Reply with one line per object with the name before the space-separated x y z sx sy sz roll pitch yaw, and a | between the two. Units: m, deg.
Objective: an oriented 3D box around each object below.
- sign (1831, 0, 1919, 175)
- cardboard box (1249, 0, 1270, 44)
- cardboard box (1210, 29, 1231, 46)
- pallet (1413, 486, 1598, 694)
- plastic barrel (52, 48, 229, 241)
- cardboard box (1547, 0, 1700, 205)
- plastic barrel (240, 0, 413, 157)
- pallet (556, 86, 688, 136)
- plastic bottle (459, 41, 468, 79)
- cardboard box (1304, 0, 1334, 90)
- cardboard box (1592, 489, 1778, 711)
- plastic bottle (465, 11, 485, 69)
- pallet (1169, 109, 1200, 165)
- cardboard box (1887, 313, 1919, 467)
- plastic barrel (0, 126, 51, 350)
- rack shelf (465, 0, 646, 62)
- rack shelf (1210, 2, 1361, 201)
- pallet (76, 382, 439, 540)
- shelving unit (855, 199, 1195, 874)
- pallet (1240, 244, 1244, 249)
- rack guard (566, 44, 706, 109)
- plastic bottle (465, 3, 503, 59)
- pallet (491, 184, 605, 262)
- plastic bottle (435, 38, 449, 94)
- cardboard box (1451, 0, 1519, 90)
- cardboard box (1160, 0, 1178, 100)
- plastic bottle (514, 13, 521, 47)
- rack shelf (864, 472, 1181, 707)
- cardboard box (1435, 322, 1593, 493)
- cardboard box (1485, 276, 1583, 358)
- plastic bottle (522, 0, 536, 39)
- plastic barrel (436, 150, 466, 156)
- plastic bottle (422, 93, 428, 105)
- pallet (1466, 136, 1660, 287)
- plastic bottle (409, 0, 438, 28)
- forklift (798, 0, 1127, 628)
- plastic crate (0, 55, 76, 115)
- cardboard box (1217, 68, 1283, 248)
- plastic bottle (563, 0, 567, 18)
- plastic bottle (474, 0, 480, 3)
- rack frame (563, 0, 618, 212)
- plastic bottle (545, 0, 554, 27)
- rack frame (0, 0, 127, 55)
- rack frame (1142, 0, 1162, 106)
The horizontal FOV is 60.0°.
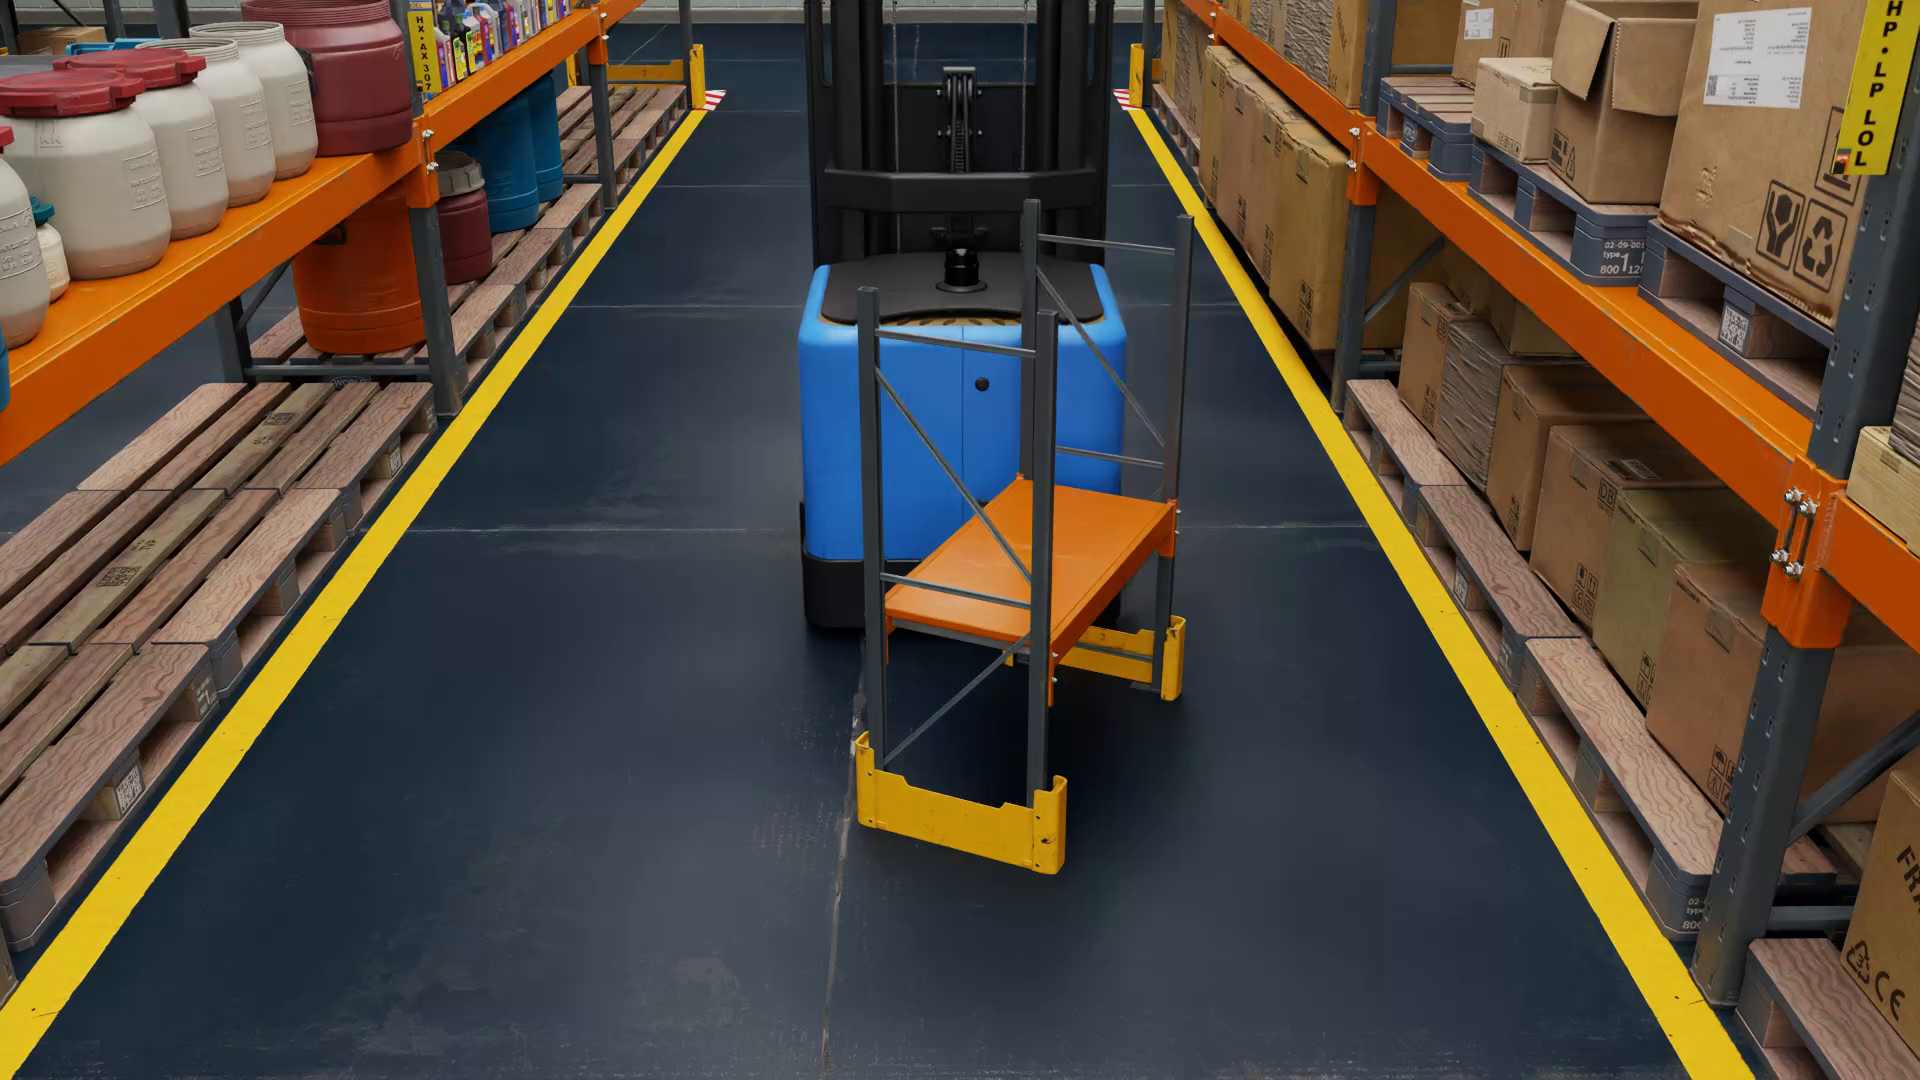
sign | 1.681 -0.832 3.045 0.100 0.325 0.005 0 24 -1
cardboard box | 1.915 -3.047 9.225 0.500 0.500 0.500 -1 24 -2
cardboard box | 2.221 -3.101 11.535 0.875 0.875 0.875 0 24 -1
pallet | 2.210 0.137 5.691 1.003 0.211 1.213 0 24 -1
plastic barrel | -2.521 -1.224 5.152 0.433 0.535 0.433 0 24 0
cardboard box | 2.124 -1.261 4.763 0.797 0.503 0.637 2 24 5
plastic barrel | -2.453 -1.807 6.440 0.600 0.536 0.708 0 24 -1
pallet | -2.878 -3.621 13.999 1.003 0.211 1.213 0 24 -1
plastic bottle | -2.422 -2.317 7.975 0.097 0.201 0.097 0 24 0
cardboard box | 1.939 -2.410 7.818 0.500 0.500 0.500 0 24 -1
cardboard box | 2.264 0.180 4.711 0.700 0.500 0.500 0 24 -1
plastic bottle | -2.426 -2.485 8.260 0.097 0.271 0.097 0 24 0
pallet | 2.202 -3.152 12.964 1.003 0.211 1.213 0 24 -1
cardboard box | 2.179 -0.304 2.800 0.875 0.500 0.500 0 24 -1
plastic barrel | -2.508 -0.744 4.089 0.433 0.535 0.433 0 24 0
rack shelf | -2.826 -4.079 12.503 1.077 0.370 4.000 0 24 -1
rack shelf | 2.170 -2.453 8.907 1.077 0.370 4.000 0 24 -1
pallet | -2.791 -0.345 6.756 1.003 0.211 1.213 0 24 -1
shelving unit | 0.206 -0.063 4.569 0.587 1.500 1.083 11 26 22
pallet | 2.232 -2.017 10.454 1.003 0.211 1.213 0 24 -1
rack guard | -2.861 -4.102 14.713 1.175 0.500 0.348 0 24 -1
plastic bottle | -2.457 -2.629 8.574 0.152 0.276 0.135 0 24 -1
pallet | -2.837 -1.994 10.403 1.003 0.211 1.213 0 24 -1
plastic bottle | -2.400 -2.197 7.609 0.061 0.283 0.133 0 24 -1
cardboard box | 2.238 -1.972 6.338 0.500 0.500 0.500 -3 25 -7
cardboard box | 2.192 -4.213 13.995 0.875 0.875 0.875 0 24 -1
plastic bottle | -2.435 -2.774 8.986 0.097 0.201 0.097 0 24 0
rack shelf | 0.202 0.105 4.635 0.538 0.185 1.000 11 26 22
cardboard box | 2.238 -0.514 6.246 0.700 0.500 0.500 -2 24 -5
cardboard box | 2.245 -0.866 6.114 0.500 0.250 0.500 2 24 5
plastic bottle | -2.466 -2.952 9.287 0.152 0.276 0.135 0 24 -1
plastic barrel | -2.891 -1.892 9.302 0.421 0.512 0.421 0 24 0
plastic bottle | -2.442 -2.058 7.311 0.152 0.276 0.135 0 24 -1
pallet | 2.255 -1.054 5.173 1.003 0.211 1.213 0 24 -1
plastic bottle | -3.018 -2.953 9.290 0.152 0.276 0.135 0 24 -1
forklift | -0.008 -1.609 6.250 1.130 2.935 3.031 0 24 -1
plastic crate | -3.049 -1.297 5.399 0.402 0.464 0.583 0 24 -1
cardboard box | 2.186 -2.197 9.536 1.225 0.875 0.875 -1 24 -2
plastic bottle | -2.448 -3.284 10.112 0.097 0.201 0.097 0 24 0
plastic bottle | -2.588 -2.846 9.058 0.097 0.271 0.097 0 24 0
rack frame | -2.804 -3.583 10.532 1.000 3.000 0.127 0 24 -1
plastic bottle | -2.467 -3.183 9.708 0.144 0.351 0.185 0 24 -1
rack frame | -7.801 -5.210 14.131 1.000 3.000 0.127 0 24 -1
rack frame | 2.105 -5.253 14.226 1.000 3.000 0.127 0 24 -1
